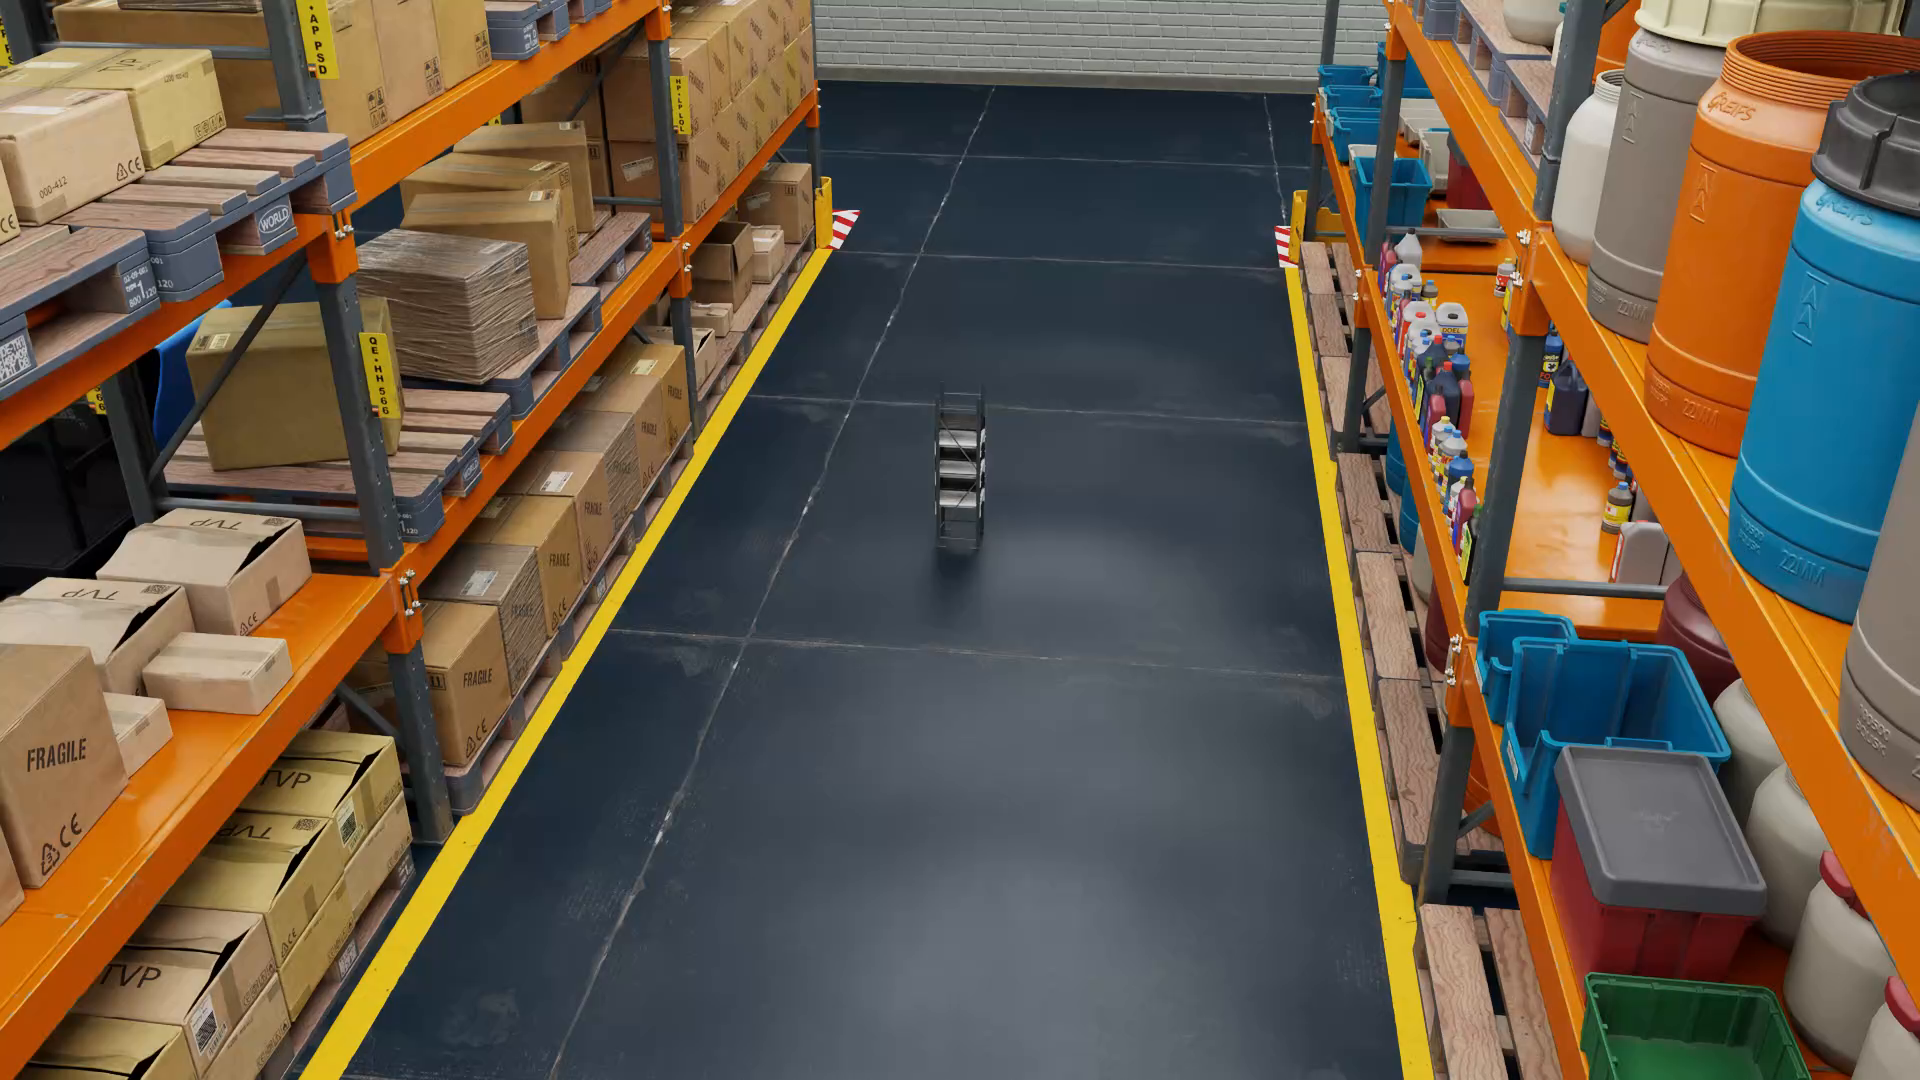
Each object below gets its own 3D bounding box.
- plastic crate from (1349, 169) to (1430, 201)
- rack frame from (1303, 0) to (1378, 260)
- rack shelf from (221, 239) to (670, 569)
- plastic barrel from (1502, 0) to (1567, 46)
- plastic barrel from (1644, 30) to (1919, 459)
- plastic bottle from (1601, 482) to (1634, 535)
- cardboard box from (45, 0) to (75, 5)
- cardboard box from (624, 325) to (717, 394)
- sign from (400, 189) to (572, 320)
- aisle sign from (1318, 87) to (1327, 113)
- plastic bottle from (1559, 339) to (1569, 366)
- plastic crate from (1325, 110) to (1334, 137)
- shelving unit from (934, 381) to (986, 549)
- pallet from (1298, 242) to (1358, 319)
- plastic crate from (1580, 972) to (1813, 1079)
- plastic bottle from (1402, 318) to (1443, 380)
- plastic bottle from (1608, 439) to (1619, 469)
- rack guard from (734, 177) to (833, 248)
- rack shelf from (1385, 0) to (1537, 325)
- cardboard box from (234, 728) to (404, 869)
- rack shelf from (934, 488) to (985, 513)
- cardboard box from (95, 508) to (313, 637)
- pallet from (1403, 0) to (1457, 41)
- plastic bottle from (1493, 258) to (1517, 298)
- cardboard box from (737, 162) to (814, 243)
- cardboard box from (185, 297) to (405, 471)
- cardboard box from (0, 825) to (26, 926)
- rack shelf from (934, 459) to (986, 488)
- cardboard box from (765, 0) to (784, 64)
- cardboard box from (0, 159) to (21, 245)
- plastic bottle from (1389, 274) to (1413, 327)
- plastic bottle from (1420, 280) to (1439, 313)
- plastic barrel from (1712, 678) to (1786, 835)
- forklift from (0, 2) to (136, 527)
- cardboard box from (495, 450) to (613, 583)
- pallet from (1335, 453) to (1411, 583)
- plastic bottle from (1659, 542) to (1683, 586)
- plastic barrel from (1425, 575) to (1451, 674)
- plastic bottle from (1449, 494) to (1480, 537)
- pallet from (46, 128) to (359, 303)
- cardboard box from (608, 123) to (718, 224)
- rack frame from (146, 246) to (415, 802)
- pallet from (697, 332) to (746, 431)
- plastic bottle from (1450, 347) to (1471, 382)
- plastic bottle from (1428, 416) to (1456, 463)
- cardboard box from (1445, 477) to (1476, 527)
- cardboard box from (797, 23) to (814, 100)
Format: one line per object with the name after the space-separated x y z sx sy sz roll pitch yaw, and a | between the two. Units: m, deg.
2.647 -2.149 10.302 0.437 0.125 0.590 3 28 6 | plastic crate
3.267 -3.584 12.739 1.000 3.000 0.127 3 28 6 | rack frame
-2.384 -0.818 8.159 0.919 0.124 3.809 3 28 6 | rack shelf
2.354 -2.227 6.472 0.433 0.535 0.433 0 28 0 | plastic barrel
1.890 -0.646 3.671 0.600 0.830 0.708 3 28 6 | plastic barrel
2.591 -0.132 6.541 0.097 0.201 0.097 0 28 0 | plastic bottle
-6.696 -3.708 12.653 0.980 0.700 0.700 3 28 6 | cardboard box
-1.873 -1.185 10.659 0.500 0.311 0.500 3 28 6 | cardboard box
-2.294 -1.384 8.108 0.804 0.500 0.661 3 28 6 | sign
2.788 -3.251 12.336 0.250 0.136 0.298 3 28 6 | aisle sign
2.898 -0.860 7.815 0.152 0.276 0.135 3 28 6 | plastic bottle
2.705 -2.931 11.743 0.250 0.136 0.298 3 28 6 | plastic crate
0.001 -0.400 9.044 0.258 0.900 0.210 3 28 6 | shelving unit
3.127 -1.970 12.684 1.003 0.211 1.213 3 28 6 | pallet
1.730 1.322 3.857 0.450 0.188 0.662 3 28 6 | plastic crate
2.200 -0.905 7.899 0.152 0.276 0.135 3 28 6 | plastic bottle
2.815 -0.434 7.029 0.097 0.271 0.097 0 28 0 | plastic bottle
-1.658 -2.737 13.803 1.175 0.500 0.348 3 28 6 | rack guard
2.532 -1.763 6.956 1.077 0.370 4.000 3 28 6 | rack shelf
-2.449 0.932 6.222 0.500 0.311 0.500 4 29 8 | cardboard box
0.001 -0.212 9.145 0.258 0.077 0.200 3 28 6 | rack shelf
-2.717 0.100 5.995 0.500 0.311 0.500 5 29 9 | cardboard box
2.778 -2.564 7.882 1.213 0.211 1.003 3 28 6 | pallet
2.923 -1.408 8.910 0.097 0.201 0.097 0 28 0 | plastic bottle
-1.471 -2.696 13.264 0.500 0.500 0.500 3 28 6 | cardboard box
-2.664 -0.639 6.726 0.700 0.500 0.500 -6 29 -11 | cardboard box
-2.883 0.887 4.336 0.500 0.500 0.500 3 28 6 | cardboard box
0.001 -0.371 9.059 0.258 0.077 0.200 3 28 6 | rack shelf
-1.550 -3.650 11.703 0.500 0.500 0.500 4 29 8 | cardboard box
-2.756 -0.814 4.151 0.500 0.250 0.500 3 28 5 | cardboard box
2.256 -1.223 8.494 0.097 0.271 0.097 0 28 0 | plastic bottle
2.423 -1.247 8.611 0.097 0.201 0.097 0 28 0 | plastic bottle
2.372 0.629 4.801 0.421 0.512 0.421 0 28 0 | plastic barrel
-6.066 -0.814 7.671 3.258 2.935 4.519 4 29 7 | forklift
-2.106 -0.127 8.495 0.500 0.500 0.500 2 28 4 | cardboard box
2.641 -0.112 9.236 1.003 0.211 1.213 3 28 6 | pallet
2.660 0.052 6.122 0.152 0.276 0.135 3 28 6 | plastic bottle
2.468 0.296 7.638 0.600 0.588 0.708 3 28 6 | plastic barrel
1.973 -0.108 6.497 0.097 0.201 0.097 0 28 0 | plastic bottle
-2.624 -1.020 5.018 1.213 0.211 1.003 5 29 9 | pallet
-1.806 -2.259 10.174 0.500 0.500 0.500 4 29 8 | cardboard box
-2.632 -0.108 6.287 0.949 2.616 0.053 3 28 6 | rack frame
-2.054 -1.086 11.043 1.003 0.211 1.213 3 28 6 | pallet
2.278 -0.750 7.616 0.098 0.271 0.098 0 28 0 | plastic bottle
2.057 -0.428 7.092 0.097 0.201 0.097 0 28 0 | plastic bottle
-0.736 1.029 5.536 5.055 1.291 3.820 4 29 7 | cardboard box
-1.434 -3.691 12.833 0.500 0.500 0.500 4 29 8 | cardboard box
